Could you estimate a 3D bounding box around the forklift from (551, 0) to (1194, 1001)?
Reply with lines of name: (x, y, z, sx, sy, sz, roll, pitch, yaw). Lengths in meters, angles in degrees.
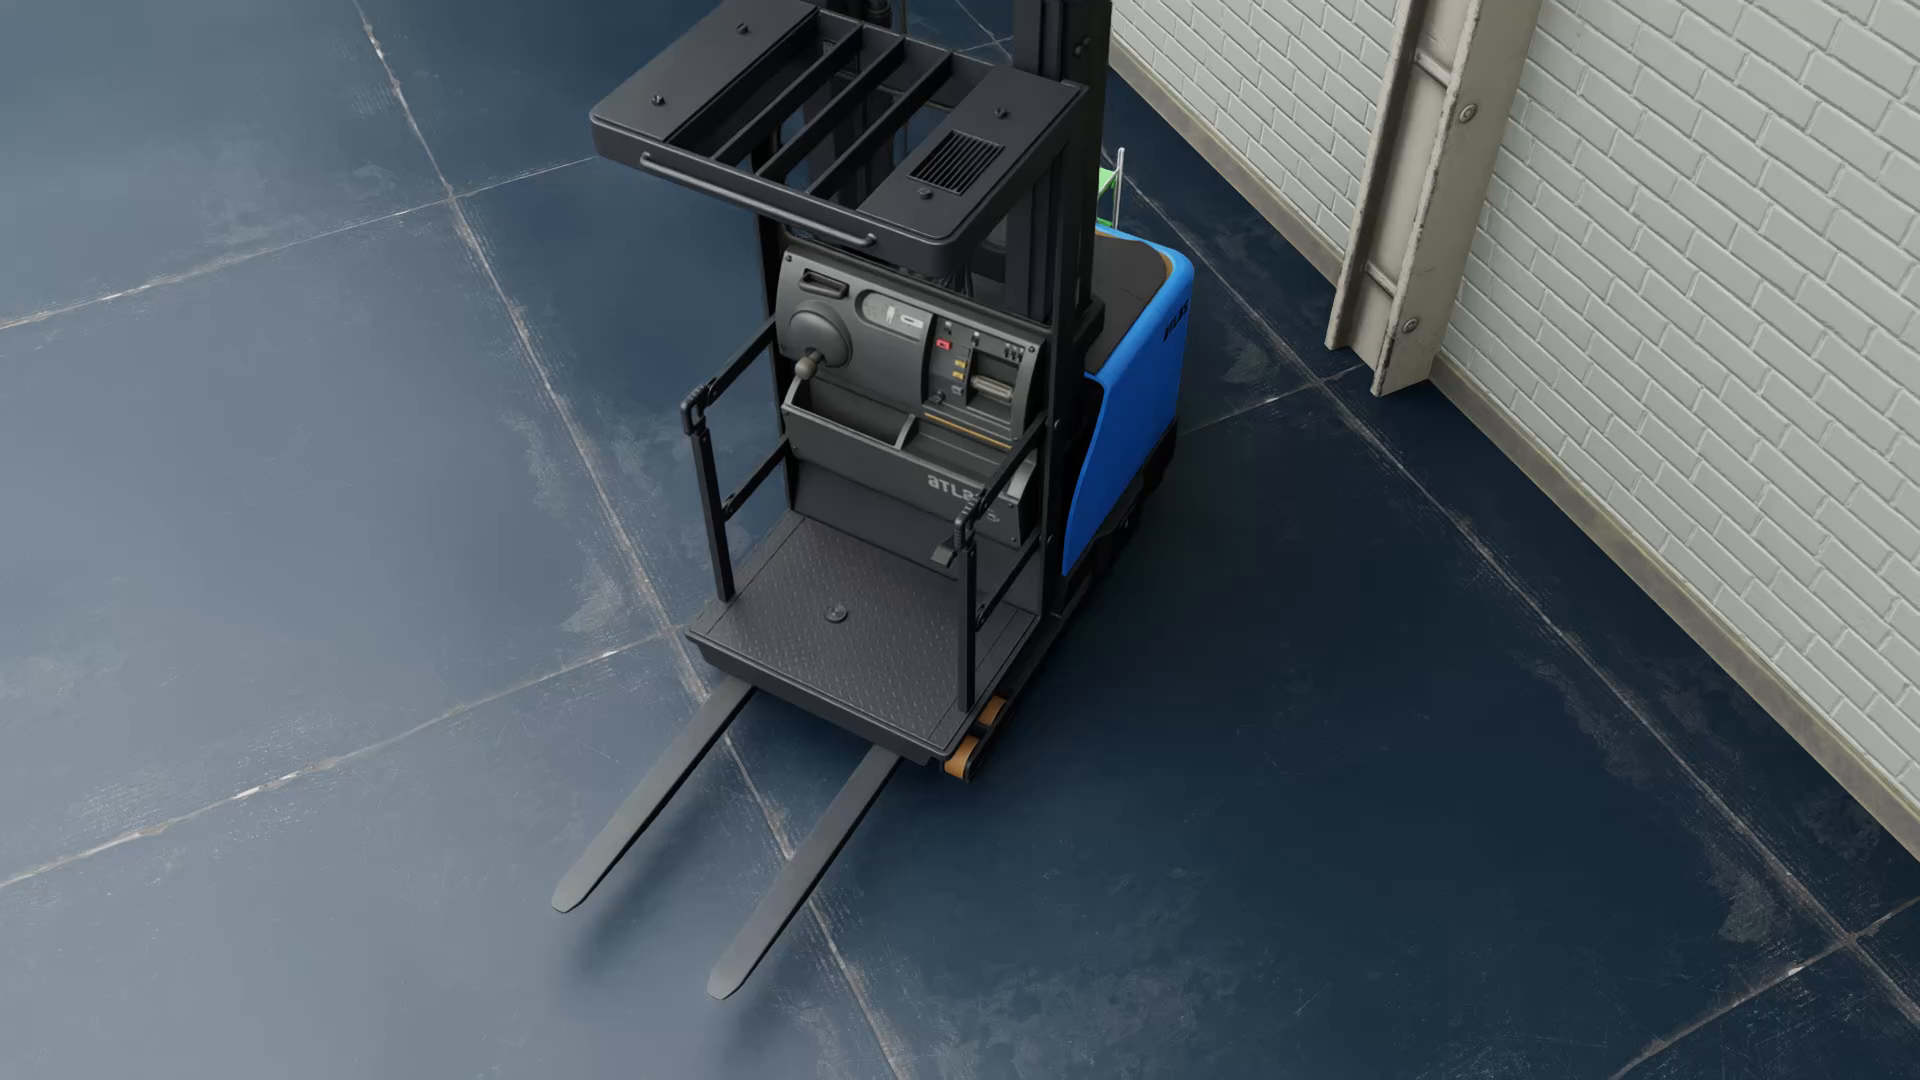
forklift: (-0.280, -0.518, 5.148, 1.130, 2.935, 3.031, 23, 53, 19)

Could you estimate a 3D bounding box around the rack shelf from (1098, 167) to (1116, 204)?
rack shelf: (0.350, -1.388, 6.506, 0.480, 0.148, 0.258, 23, 53, 19)

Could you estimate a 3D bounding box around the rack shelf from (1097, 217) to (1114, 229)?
rack shelf: (0.350, -1.230, 6.687, 0.480, 0.148, 0.258, 23, 53, 19)

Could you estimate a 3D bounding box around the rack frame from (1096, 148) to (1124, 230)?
rack frame: (0.564, -1.025, 6.742, 0.015, 1.200, 0.240, 23, 53, 19)

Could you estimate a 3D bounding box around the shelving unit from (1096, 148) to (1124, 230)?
shelving unit: (0.350, -1.114, 6.819, 0.503, 1.200, 0.258, 23, 53, 19)

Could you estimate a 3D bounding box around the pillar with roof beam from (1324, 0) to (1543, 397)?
pillar with roof beam: (-1.980, -2.279, 2.658, 9.100, 9.000, 0.400, -21, 52, -18)
